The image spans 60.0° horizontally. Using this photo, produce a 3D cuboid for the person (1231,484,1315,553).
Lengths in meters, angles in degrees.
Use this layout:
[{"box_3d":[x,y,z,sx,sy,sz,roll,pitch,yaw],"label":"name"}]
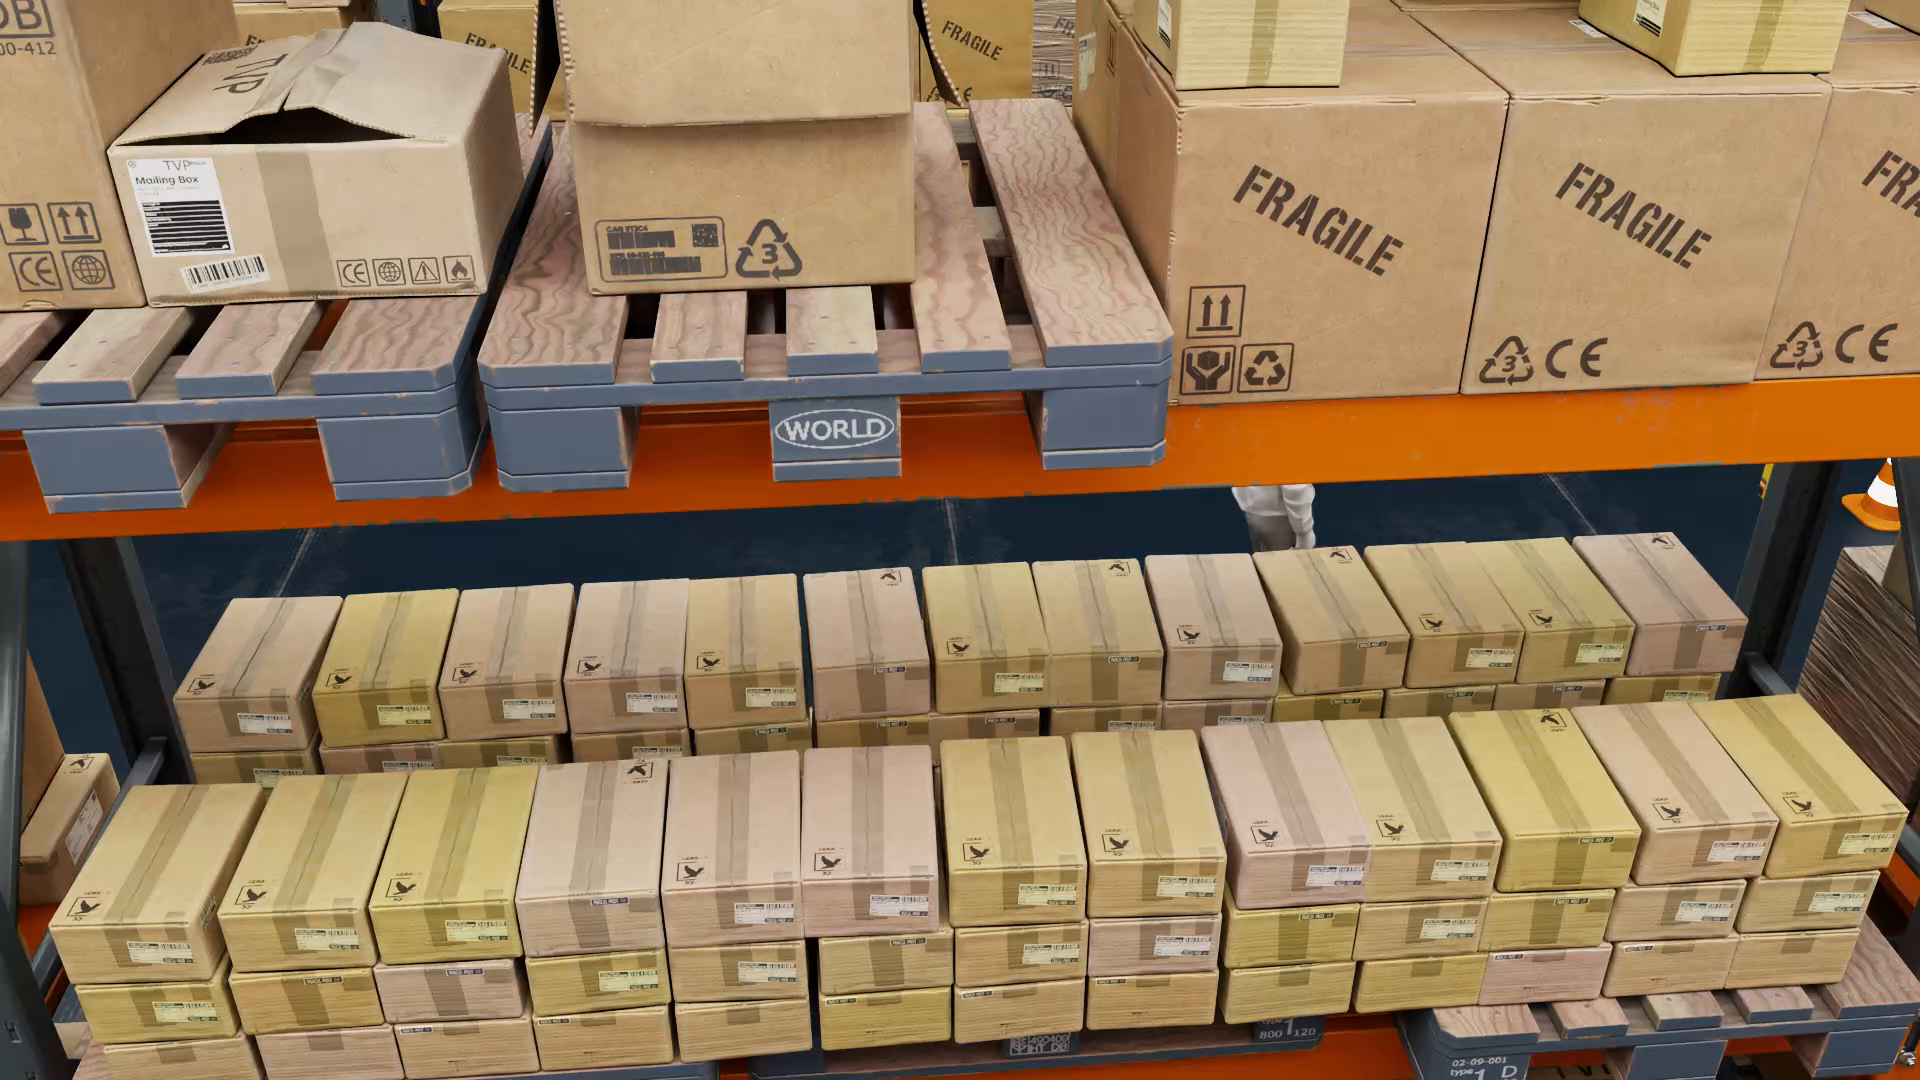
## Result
[{"box_3d":[1.233,-0.141,6.362,0.373,1.663,0.526,-3,31,-5],"label":"person"}]
